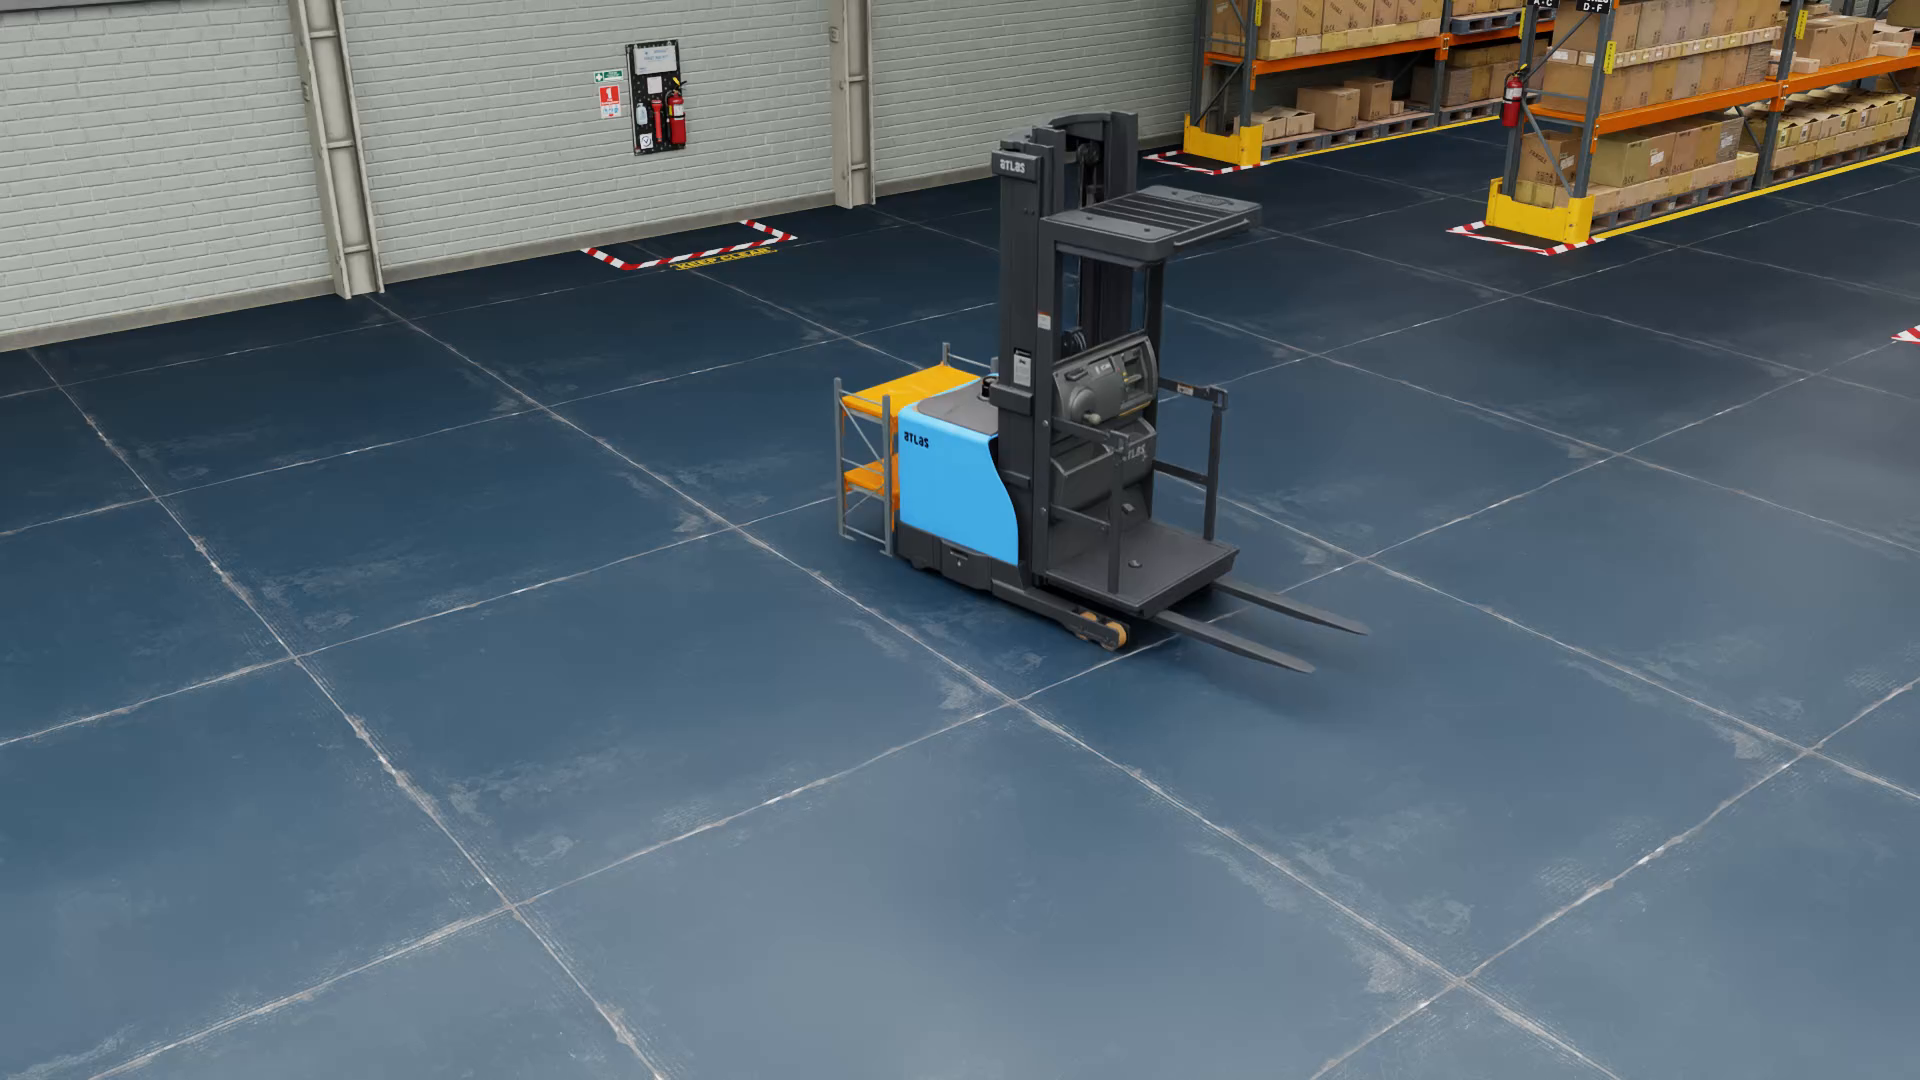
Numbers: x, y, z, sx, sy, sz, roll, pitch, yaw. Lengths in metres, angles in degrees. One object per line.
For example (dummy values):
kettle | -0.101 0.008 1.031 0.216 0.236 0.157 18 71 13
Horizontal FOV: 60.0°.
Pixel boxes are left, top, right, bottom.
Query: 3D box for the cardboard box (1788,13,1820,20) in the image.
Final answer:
cardboard box | 15.154 -9.348 30.299 0.500 0.500 0.700 -18 31 -34

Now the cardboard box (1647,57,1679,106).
cardboard box | 7.686 -5.267 18.917 0.500 0.500 0.700 -18 30 -34

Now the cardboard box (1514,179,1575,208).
cardboard box | 6.745 -4.020 19.117 0.500 0.250 0.500 -18 31 -34

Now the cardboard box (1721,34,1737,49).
cardboard box | 8.770 -5.813 19.323 0.250 0.149 0.380 -18 31 -34

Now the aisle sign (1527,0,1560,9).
aisle sign | 6.273 -6.099 17.741 0.004 0.787 0.394 -18 31 -34

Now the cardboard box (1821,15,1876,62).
cardboard box | 11.491 -6.522 21.621 0.500 0.500 0.500 -20 32 -37

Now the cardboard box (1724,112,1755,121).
cardboard box | 9.795 -5.277 21.158 0.500 0.311 0.500 -18 31 -34

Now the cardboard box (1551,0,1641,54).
cardboard box | 6.923 -5.604 18.103 0.500 0.500 0.700 -18 30 -34

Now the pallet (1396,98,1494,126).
pallet | 7.206 -6.457 24.912 1.213 0.211 1.003 -18 31 -34

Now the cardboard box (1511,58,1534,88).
cardboard box | 8.356 -7.186 25.617 0.500 0.500 0.700 -18 31 -34

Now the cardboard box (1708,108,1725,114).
cardboard box | 9.095 -5.146 20.651 0.500 0.500 0.500 -18 31 -34

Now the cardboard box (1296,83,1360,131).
cardboard box | 5.103 -6.018 23.100 0.500 0.500 0.700 -21 32 -37

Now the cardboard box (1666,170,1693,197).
cardboard box | 8.246 -4.238 19.585 0.500 0.250 0.500 -18 31 -34

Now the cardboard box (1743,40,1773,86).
cardboard box | 9.308 -5.807 20.080 0.500 0.500 0.700 -19 31 -35

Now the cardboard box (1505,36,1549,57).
cardboard box | 8.720 -7.632 25.688 0.500 0.250 0.500 -18 30 -33

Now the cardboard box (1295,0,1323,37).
cardboard box | 4.402 -6.911 21.841 0.500 0.500 0.500 -18 30 -34

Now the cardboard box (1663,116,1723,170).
cardboard box | 8.632 -4.712 19.717 0.500 0.500 0.500 -18 31 -34

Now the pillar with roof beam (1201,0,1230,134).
pillar with roof beam | 6.120 -8.243 18.322 0.400 9.000 9.100 -18 31 -34

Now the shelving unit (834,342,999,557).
shelving unit | -0.282 -0.631 11.273 0.538 1.125 1.048 22 33 39

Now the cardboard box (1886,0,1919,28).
cardboard box | 13.227 -7.355 22.916 0.700 0.500 0.500 15 29 29

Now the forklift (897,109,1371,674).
forklift | 1.025 -0.925 9.761 3.031 2.935 1.130 21 32 37

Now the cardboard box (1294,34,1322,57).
cardboard box | 4.426 -6.582 22.024 0.500 0.250 0.500 -19 31 -36

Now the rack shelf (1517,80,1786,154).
rack shelf | 8.080 -5.033 19.386 4.000 0.370 1.077 -18 31 -34

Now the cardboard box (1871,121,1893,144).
cardboard box | 12.134 -5.509 22.324 0.500 0.250 0.500 -19 31 -35

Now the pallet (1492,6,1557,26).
pallet | 8.209 -7.943 25.030 1.213 0.211 1.003 -18 31 -34

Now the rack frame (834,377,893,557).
rack frame | -0.633 -0.476 10.940 0.500 1.125 0.032 22 33 39

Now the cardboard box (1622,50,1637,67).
cardboard box | 7.154 -5.279 18.173 0.250 0.149 0.380 -19 31 -35

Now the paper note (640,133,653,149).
paper note | -3.408 -4.338 18.080 0.142 0.148 0.016 -18 31 -34

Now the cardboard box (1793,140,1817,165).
cardboard box | 10.527 -4.977 21.179 0.500 0.250 0.500 -17 30 -33

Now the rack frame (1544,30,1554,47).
rack frame | 9.741 -8.558 26.127 0.127 3.000 1.000 -18 31 -34

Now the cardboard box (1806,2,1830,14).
cardboard box | 15.559 -9.678 30.241 0.250 0.149 0.380 -19 31 -35

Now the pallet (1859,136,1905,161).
pallet | 12.129 -5.452 22.747 1.213 0.211 1.003 -18 31 -34

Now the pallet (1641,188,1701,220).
pallet | 8.041 -4.103 19.839 1.213 0.211 1.003 -18 31 -34

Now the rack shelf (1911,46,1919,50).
rack shelf | 14.375 -7.111 23.864 4.000 0.370 1.077 -18 31 -34

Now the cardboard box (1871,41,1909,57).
cardboard box | 12.264 -6.479 21.945 0.250 0.149 0.380 -18 31 -34

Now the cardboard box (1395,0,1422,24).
cardboard box | 6.023 -7.443 22.989 0.500 0.500 0.500 -18 31 -34

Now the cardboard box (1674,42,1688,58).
cardboard box | 7.960 -5.545 18.746 0.250 0.149 0.380 -19 31 -35

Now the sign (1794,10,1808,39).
sign | 9.997 -6.124 19.760 0.005 0.325 0.100 -18 31 -34

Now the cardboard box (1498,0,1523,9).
cardboard box | 7.958 -8.209 24.733 0.500 0.500 0.700 -14 28 -27

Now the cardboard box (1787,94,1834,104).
cardboard box | 11.397 -5.806 22.298 0.500 0.311 0.500 -19 31 -35

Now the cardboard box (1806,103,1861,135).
cardboard box | 11.341 -5.501 21.641 0.500 0.311 0.500 -17 30 -33

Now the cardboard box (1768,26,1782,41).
cardboard box | 9.572 -6.077 19.891 0.250 0.149 0.380 -18 31 -34

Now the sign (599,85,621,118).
sign | -3.725 -4.667 17.701 0.234 0.329 0.001 -18 31 -34

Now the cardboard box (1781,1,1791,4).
cardboard box | 15.125 -9.739 30.371 0.250 0.149 0.380 -18 30 -34

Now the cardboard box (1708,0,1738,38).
cardboard box | 8.517 -6.134 19.244 0.500 0.500 0.700 -18 31 -34

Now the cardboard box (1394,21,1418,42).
cardboard box | 6.011 -7.110 23.161 0.500 0.250 0.500 -18 30 -34
